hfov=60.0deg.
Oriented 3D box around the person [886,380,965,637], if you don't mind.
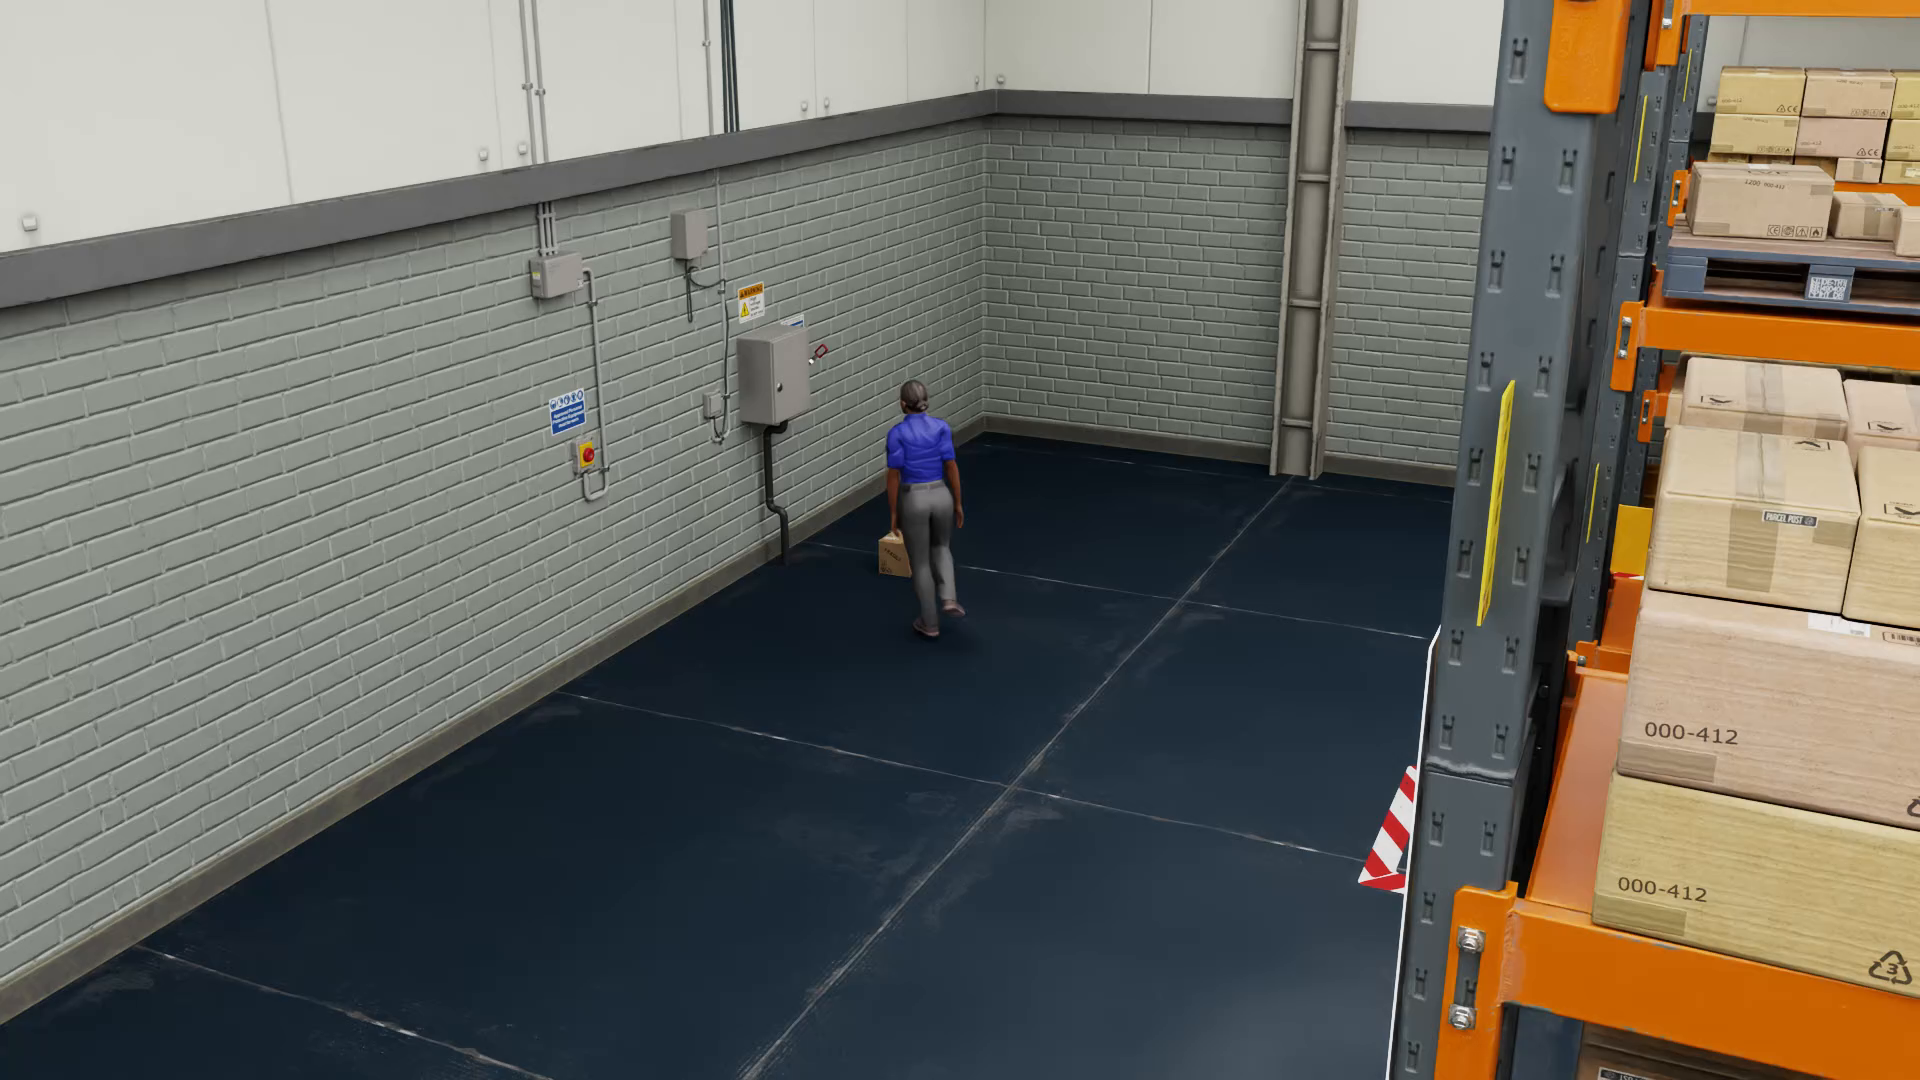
[{"bbox_3d":[-0.223,-0.202,10.619,0.495,1.648,0.452,-7,20,-19],"label":"person"}]
